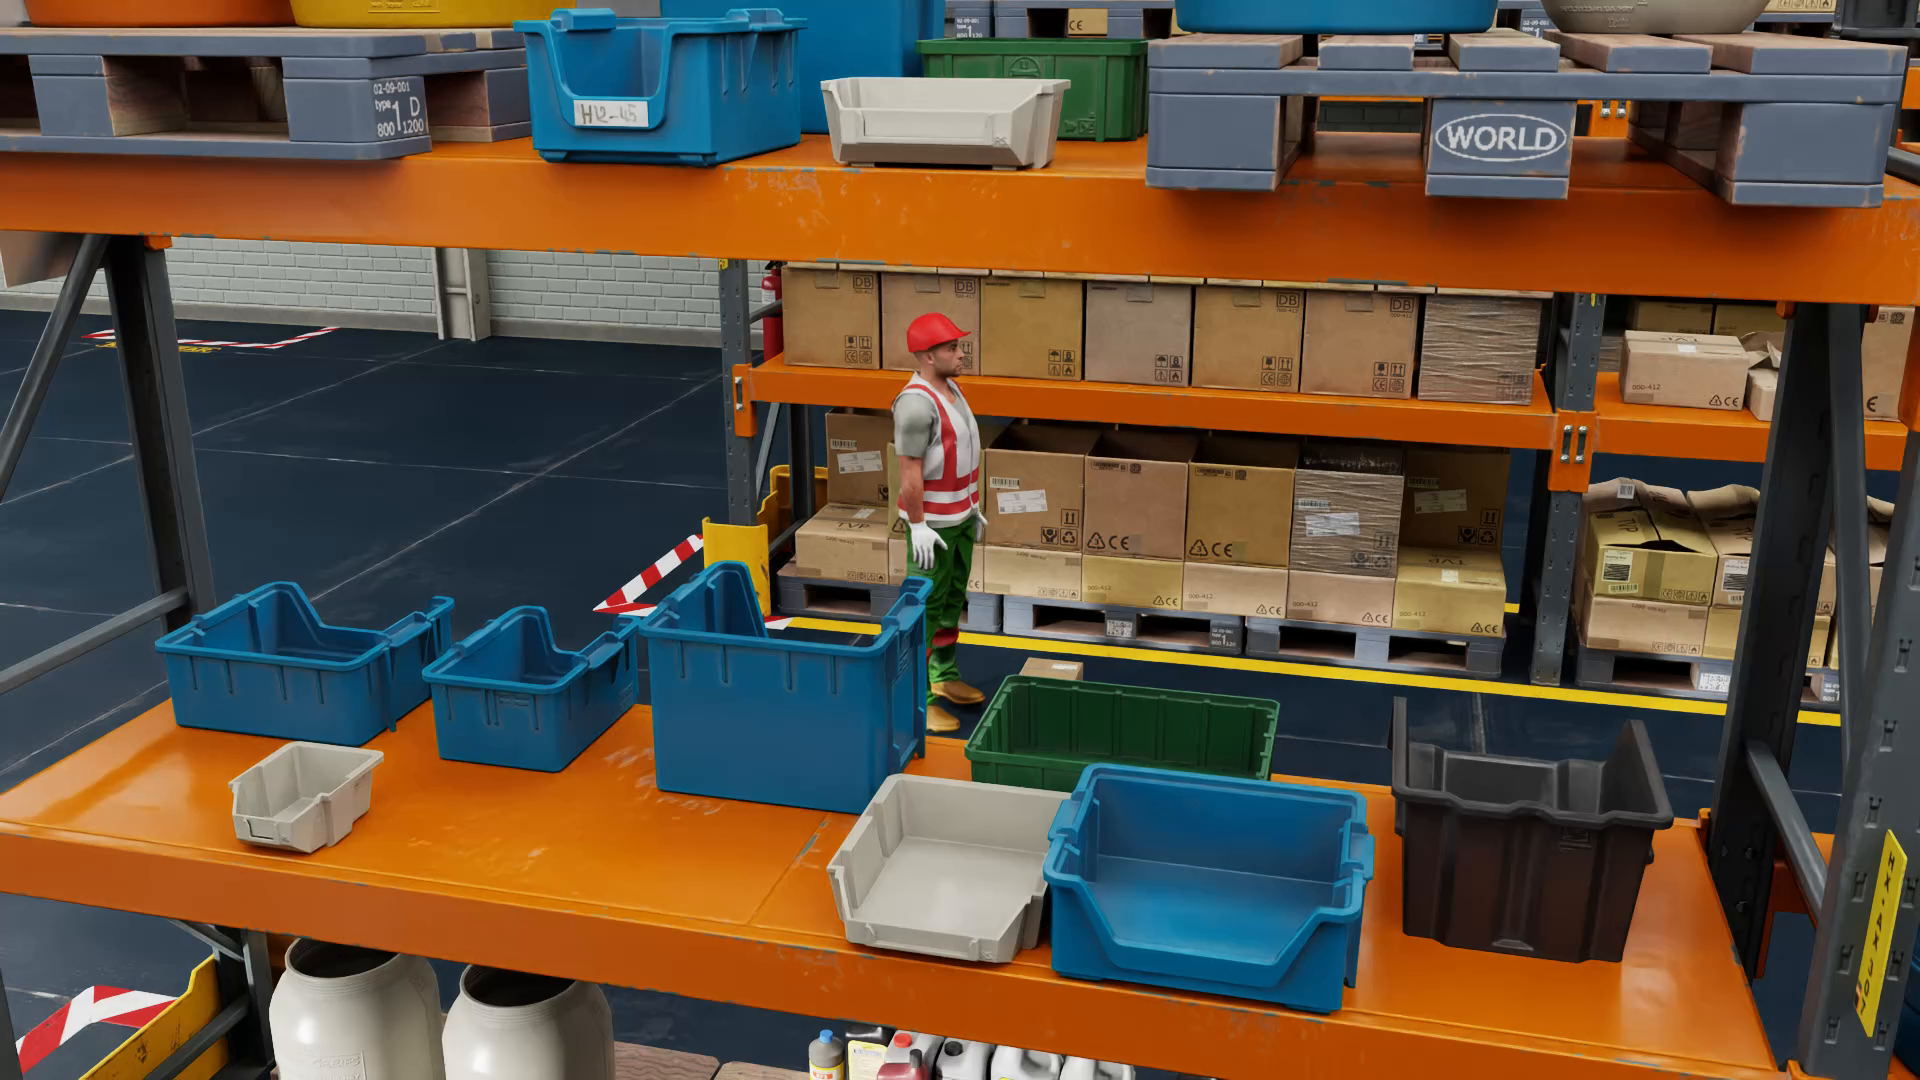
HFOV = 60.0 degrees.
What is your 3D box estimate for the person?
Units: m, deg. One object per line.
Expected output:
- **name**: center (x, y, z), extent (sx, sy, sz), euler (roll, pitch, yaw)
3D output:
- **person**: center (-0.080, -0.087, 7.234), extent (0.337, 1.808, 0.556), euler (7, 19, 21)
